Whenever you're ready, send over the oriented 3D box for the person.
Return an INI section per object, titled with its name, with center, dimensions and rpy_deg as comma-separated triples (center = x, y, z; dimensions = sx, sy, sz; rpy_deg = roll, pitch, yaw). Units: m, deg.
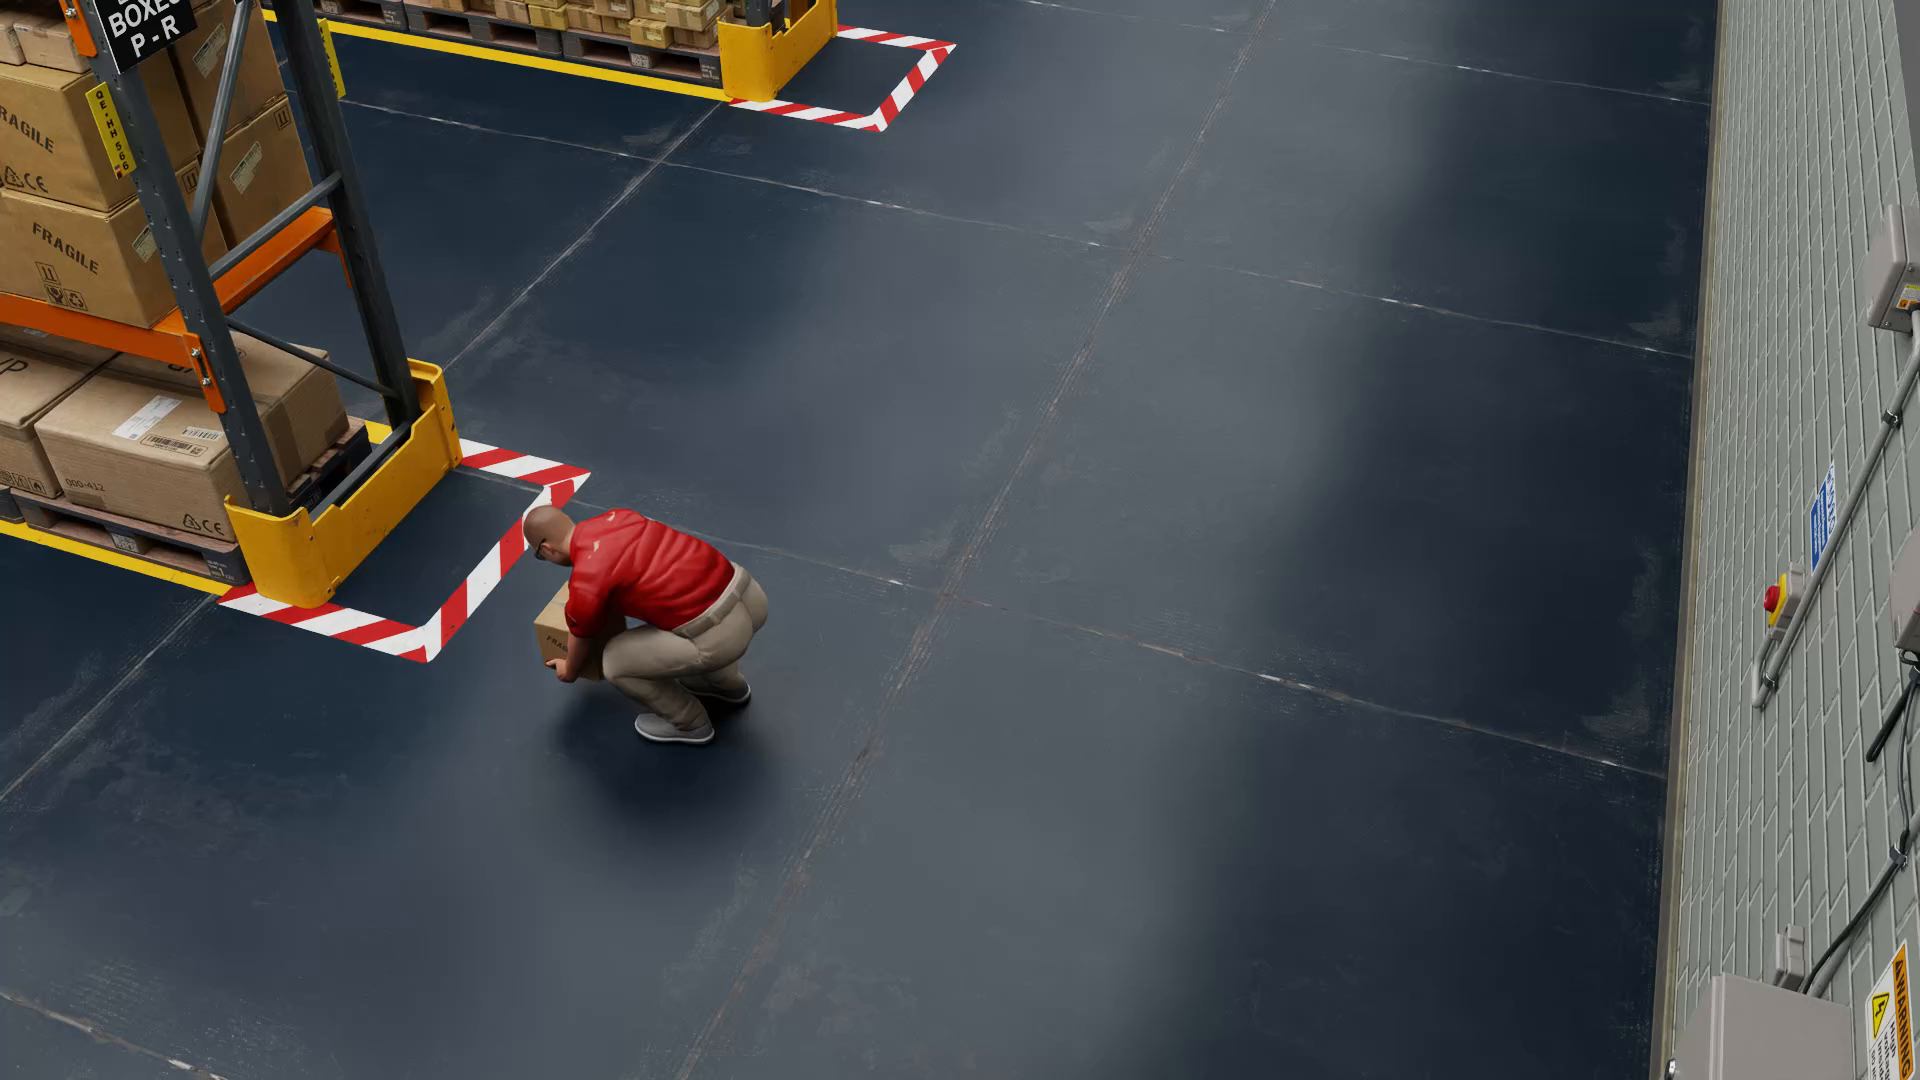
[person]
center = -1.184, 0.307, 6.392
dimensions = 0.892, 0.986, 0.533
rpy_deg = 12, 43, 14
